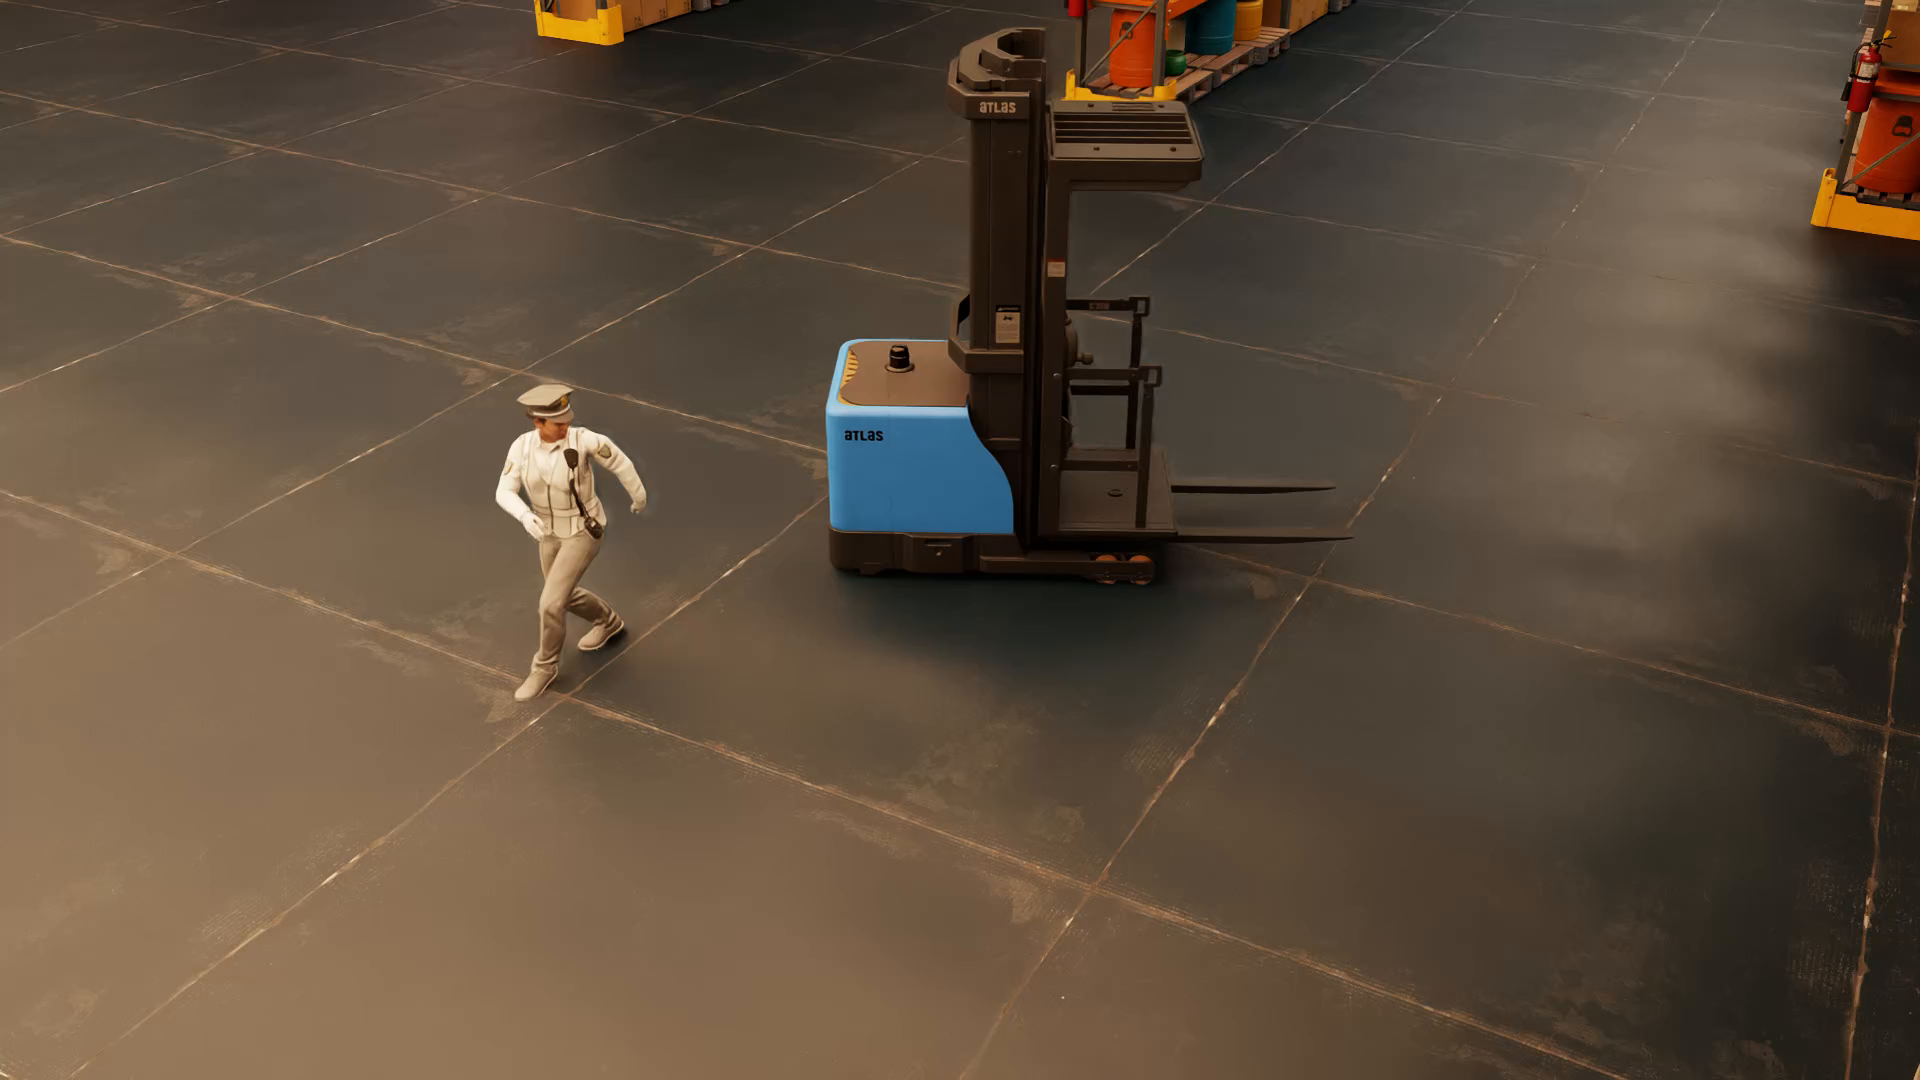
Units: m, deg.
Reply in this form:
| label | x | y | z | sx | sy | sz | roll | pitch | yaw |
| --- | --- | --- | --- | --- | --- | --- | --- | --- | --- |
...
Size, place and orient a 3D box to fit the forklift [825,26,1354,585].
| label | x | y | z | sx | sy | sz | roll | pitch | yaw |
| --- | --- | --- | --- | --- | --- | --- | --- | --- | --- |
| forklift | 0.771 | -1.284 | 9.295 | 3.031 | 2.935 | 1.130 | 1 | 30 | 2 |

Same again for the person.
| label | x | y | z | sx | sy | sz | roll | pitch | yaw |
| --- | --- | --- | --- | --- | --- | --- | --- | --- | --- |
| person | -2.025 | -0.025 | 8.486 | 0.513 | 1.617 | 0.887 | 15 | 33 | 24 |
